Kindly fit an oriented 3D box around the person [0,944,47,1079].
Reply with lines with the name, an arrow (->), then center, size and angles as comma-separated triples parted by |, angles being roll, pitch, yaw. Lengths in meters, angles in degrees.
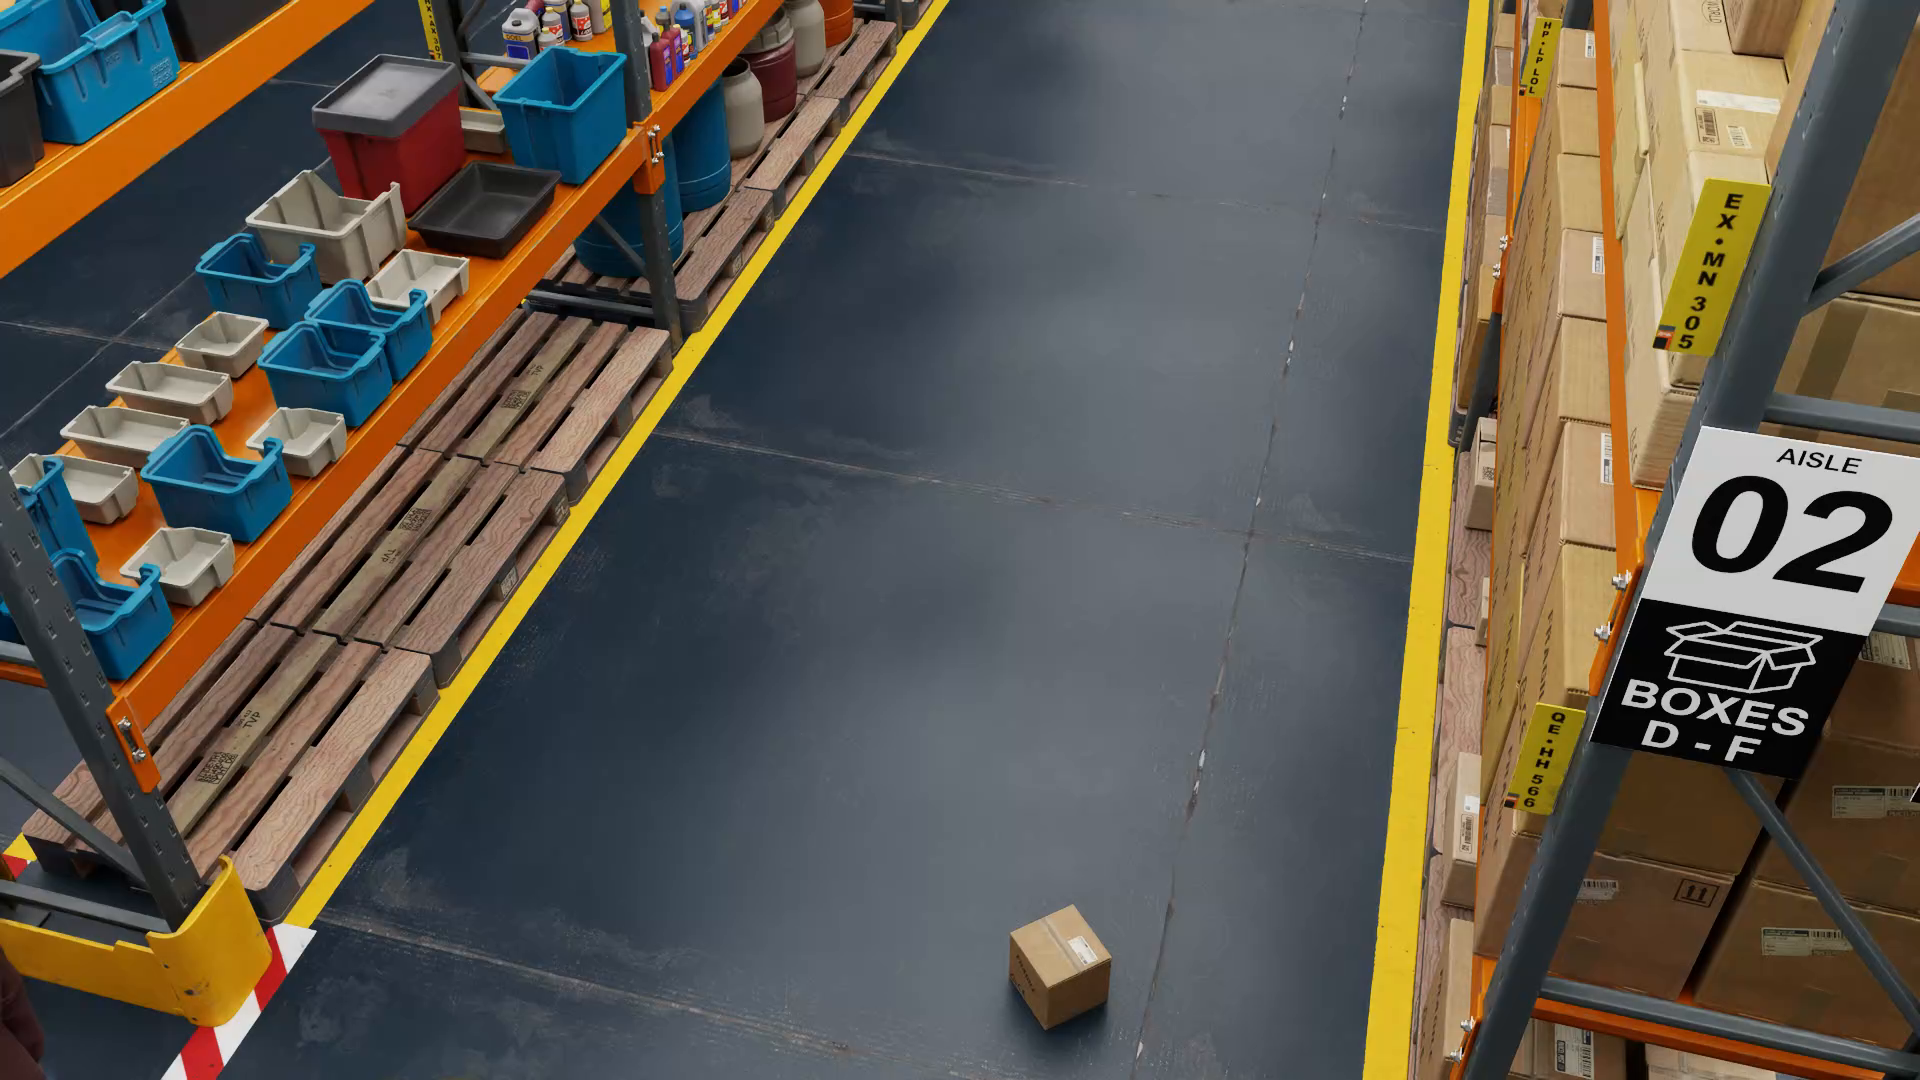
person -> -2.512, 1.537, 4.334 | 0.724, 1.767, 0.617 | -8, 41, -10
